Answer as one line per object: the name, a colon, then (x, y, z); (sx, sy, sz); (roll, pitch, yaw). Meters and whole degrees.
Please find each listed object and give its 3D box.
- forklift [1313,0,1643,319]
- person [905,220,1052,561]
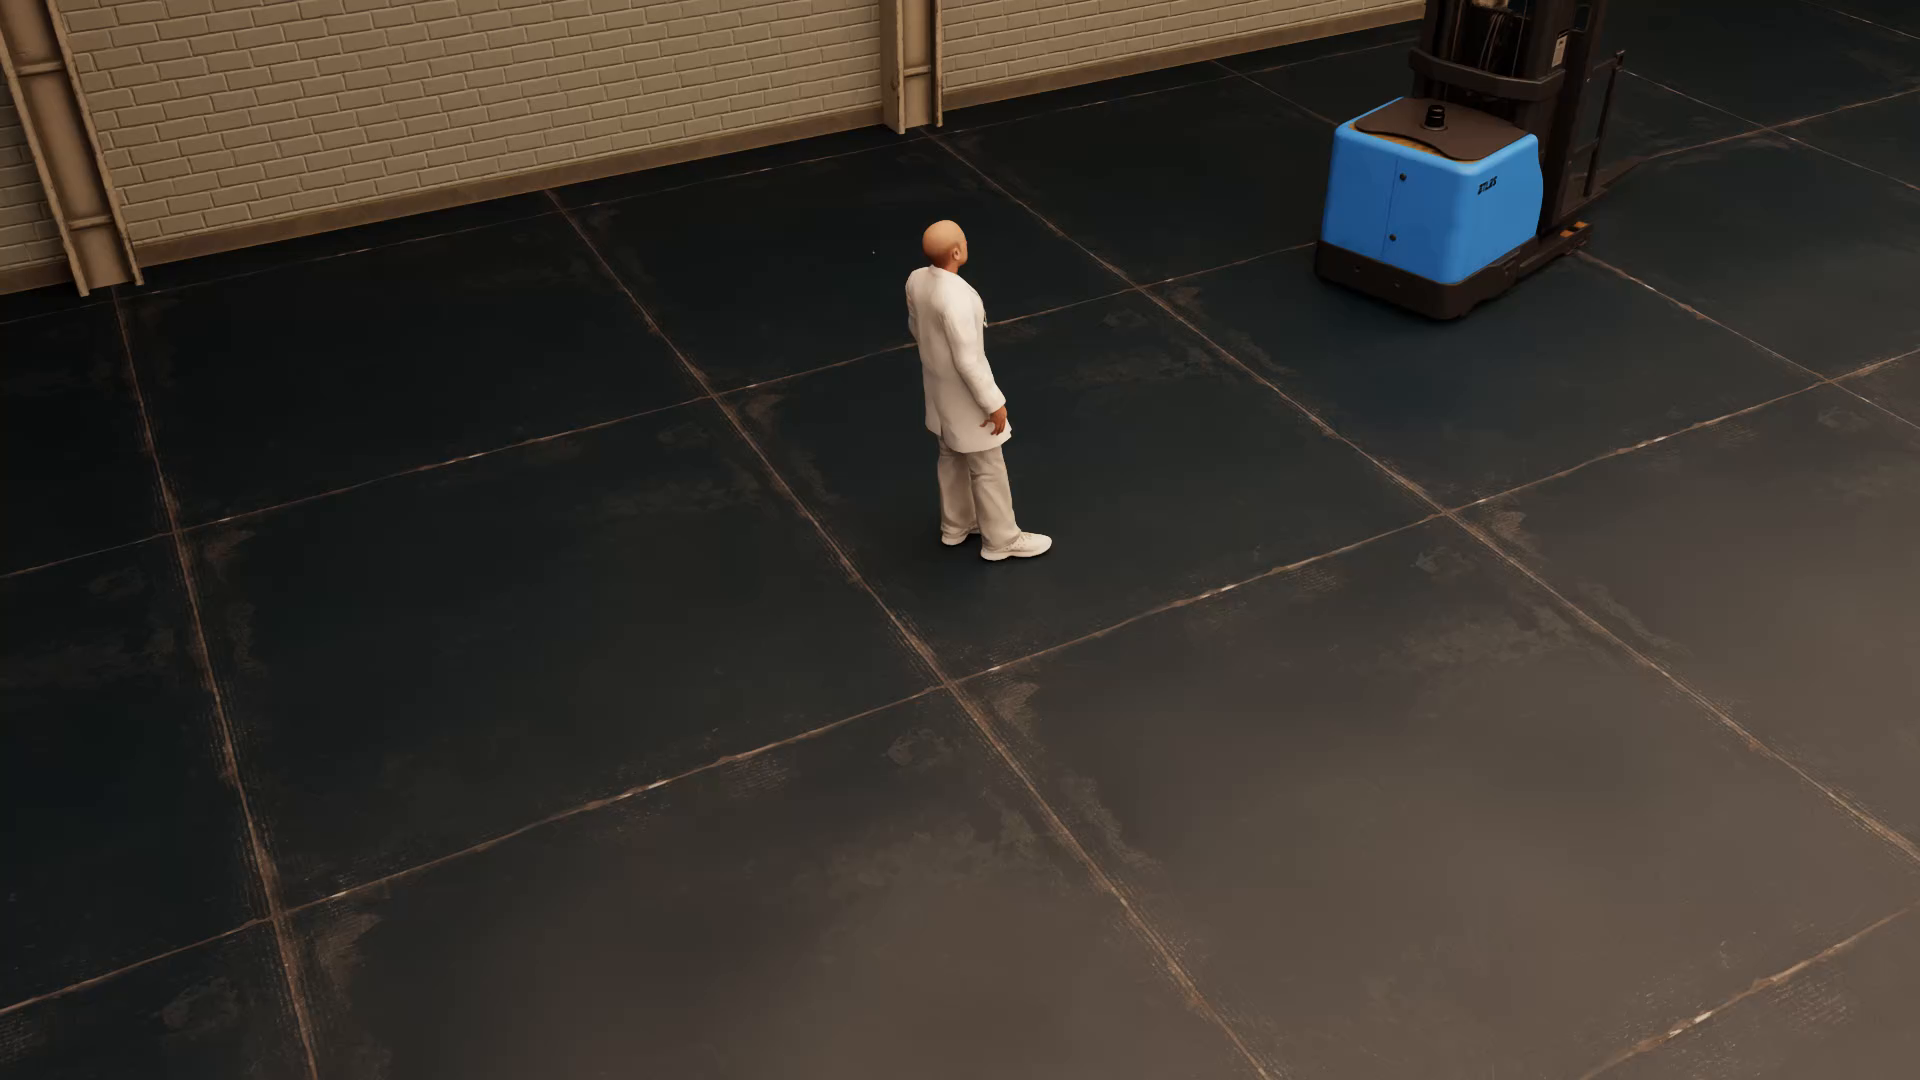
forklift: (3.745, -3.343, 10.853); (1.130, 2.935, 3.031); (29, 45, 35)
person: (0.082, -0.754, 8.176); (0.581, 1.776, 0.696); (-17, 39, -23)
